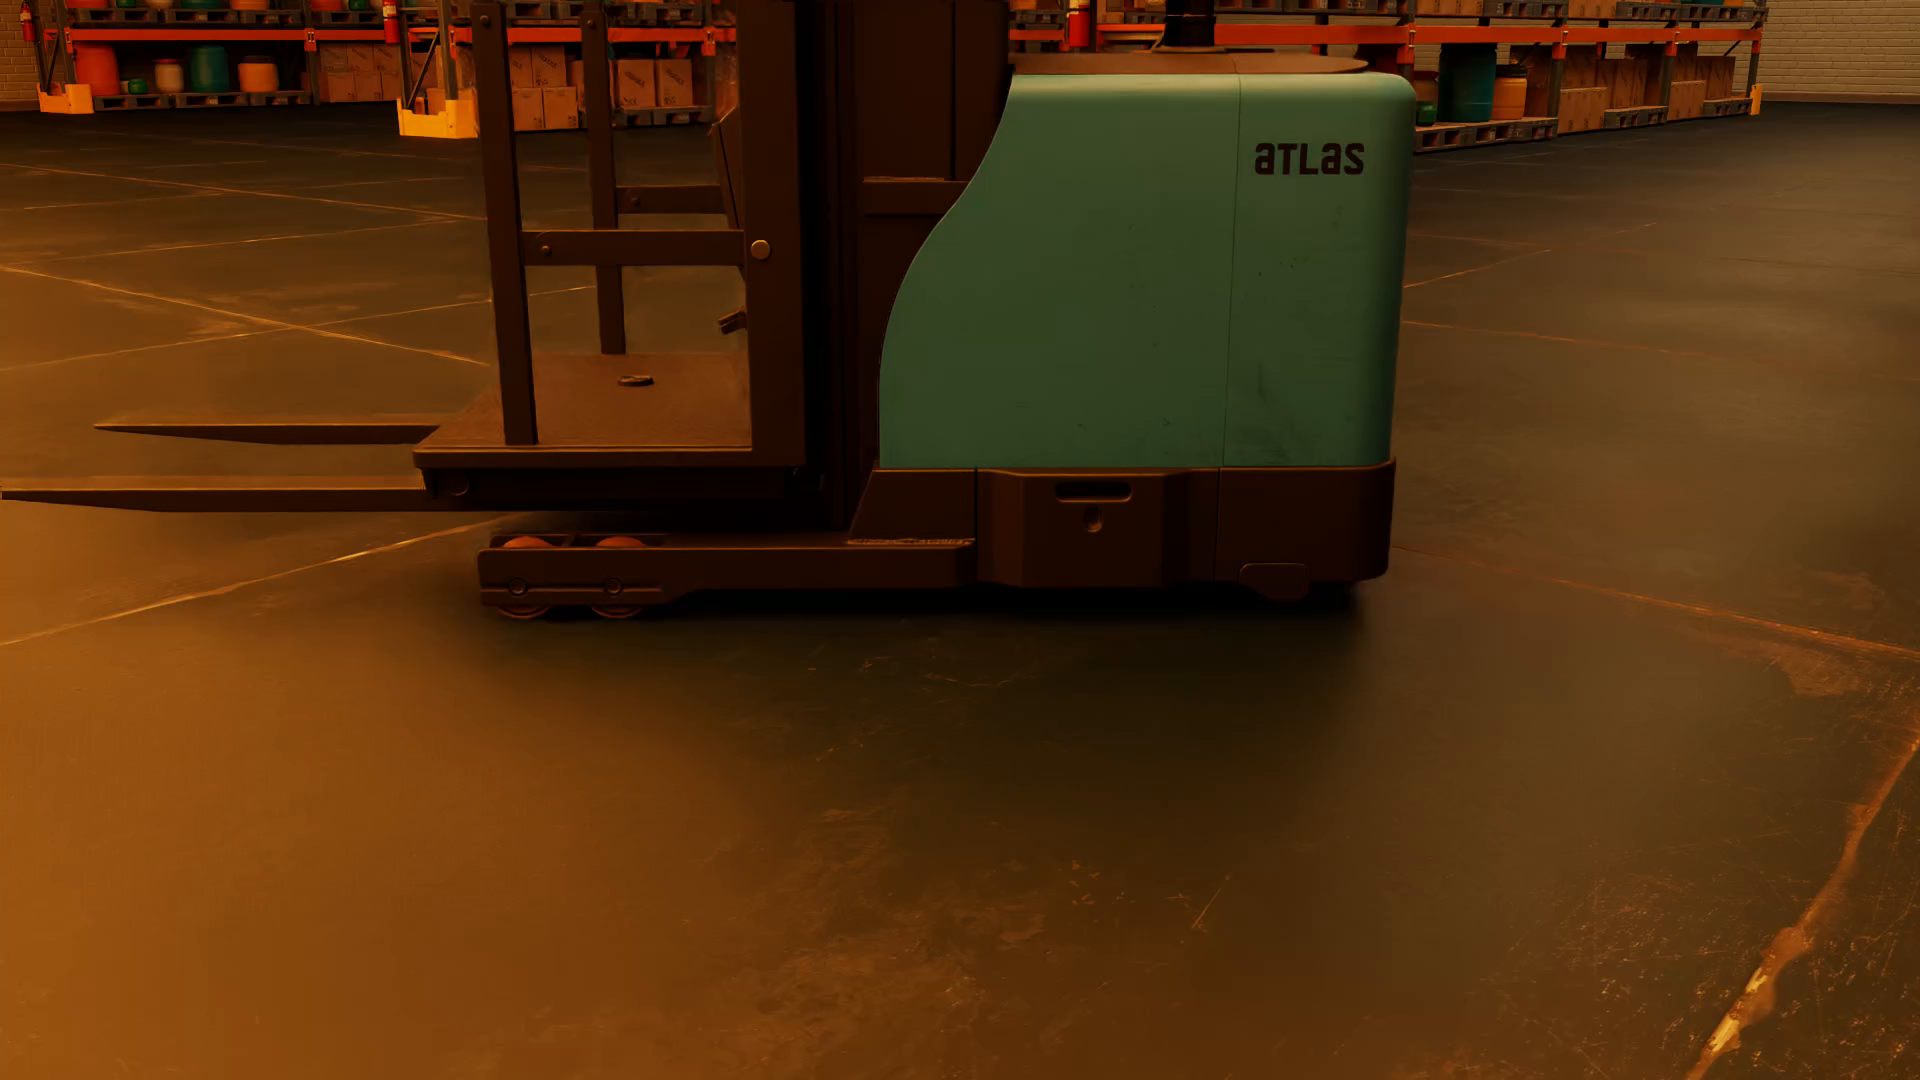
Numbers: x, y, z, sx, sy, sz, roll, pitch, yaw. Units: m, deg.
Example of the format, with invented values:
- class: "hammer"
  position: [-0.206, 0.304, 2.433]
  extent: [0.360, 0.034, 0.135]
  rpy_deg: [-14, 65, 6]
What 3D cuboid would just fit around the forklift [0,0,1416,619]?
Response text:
- class: "forklift"
  position: [-0.621, -1.395, 3.492]
  extent: [3.031, 2.935, 1.130]
  rpy_deg: [0, 17, -1]
